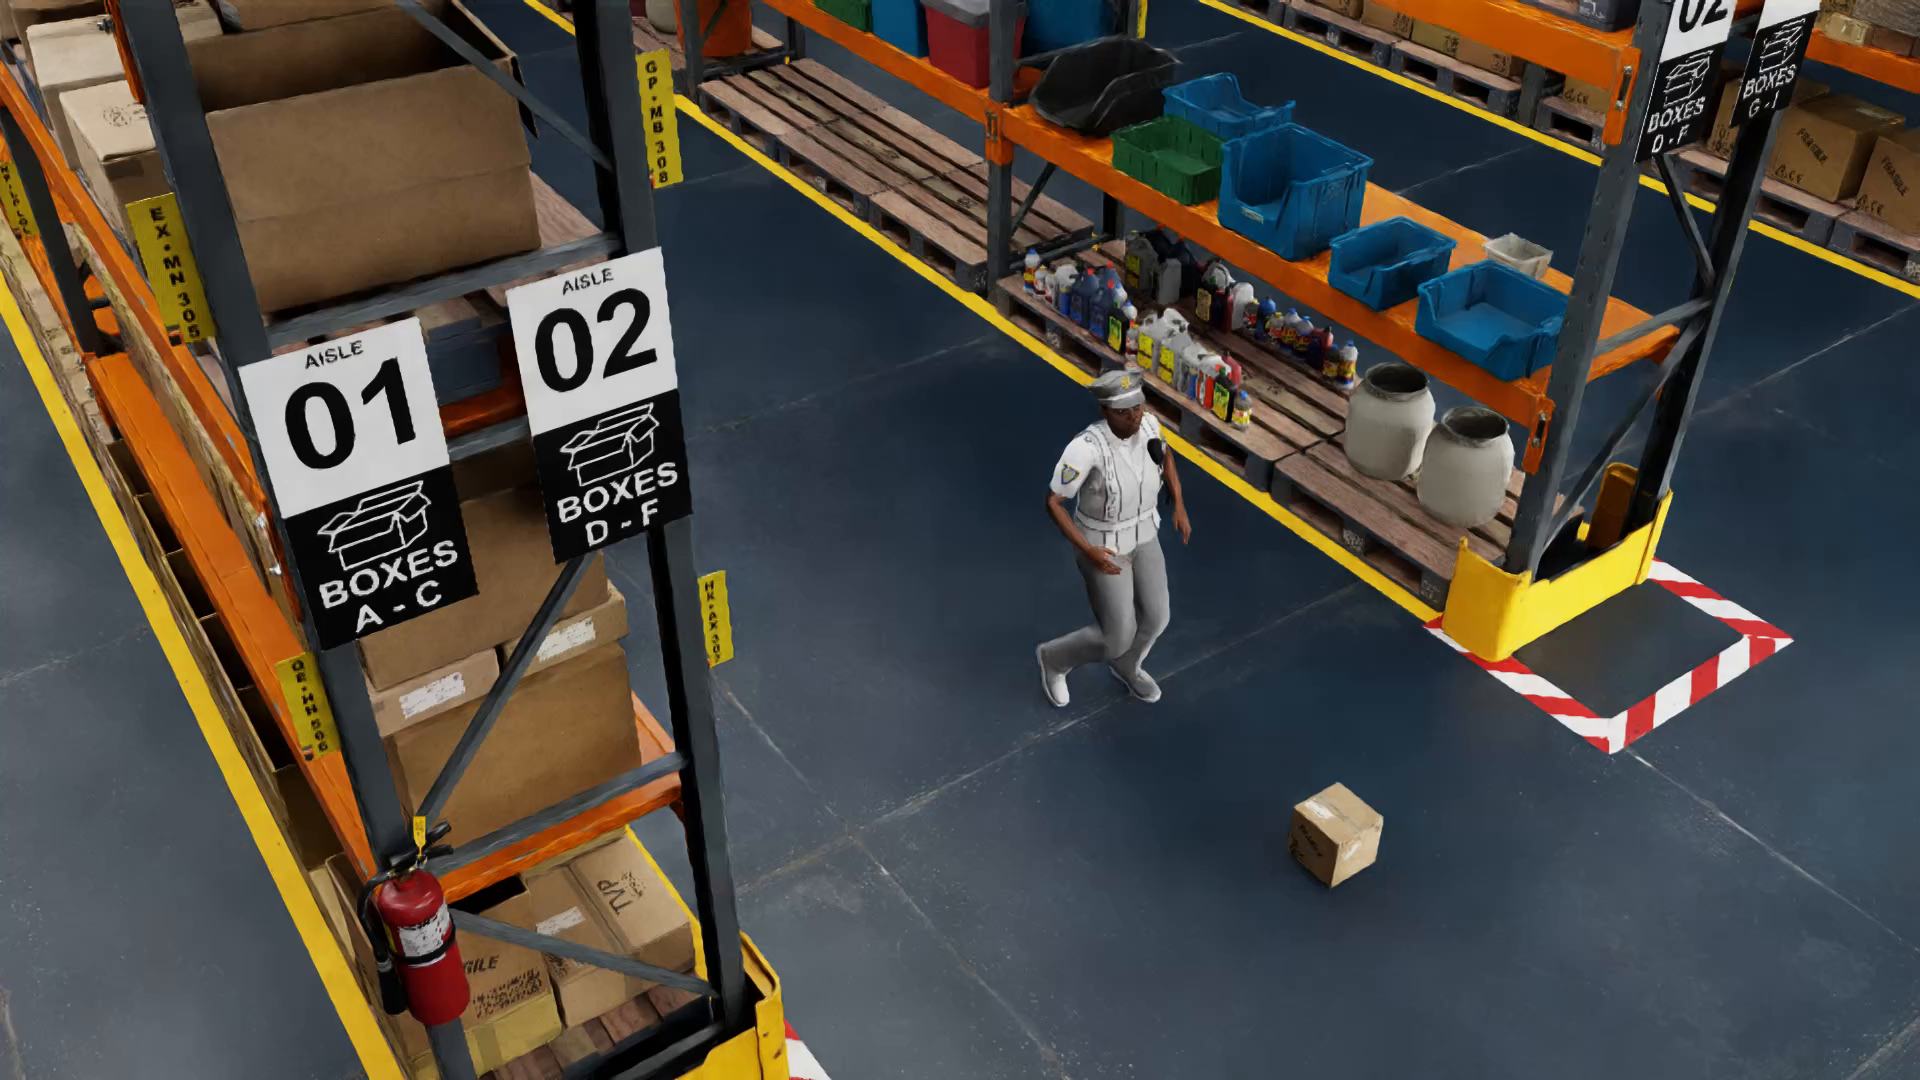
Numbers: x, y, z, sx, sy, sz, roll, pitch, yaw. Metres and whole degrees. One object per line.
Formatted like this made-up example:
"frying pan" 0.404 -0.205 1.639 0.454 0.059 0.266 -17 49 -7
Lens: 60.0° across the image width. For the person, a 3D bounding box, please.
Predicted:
"person" 0.690 0.008 6.994 0.673 1.667 0.466 -28 45 -32
